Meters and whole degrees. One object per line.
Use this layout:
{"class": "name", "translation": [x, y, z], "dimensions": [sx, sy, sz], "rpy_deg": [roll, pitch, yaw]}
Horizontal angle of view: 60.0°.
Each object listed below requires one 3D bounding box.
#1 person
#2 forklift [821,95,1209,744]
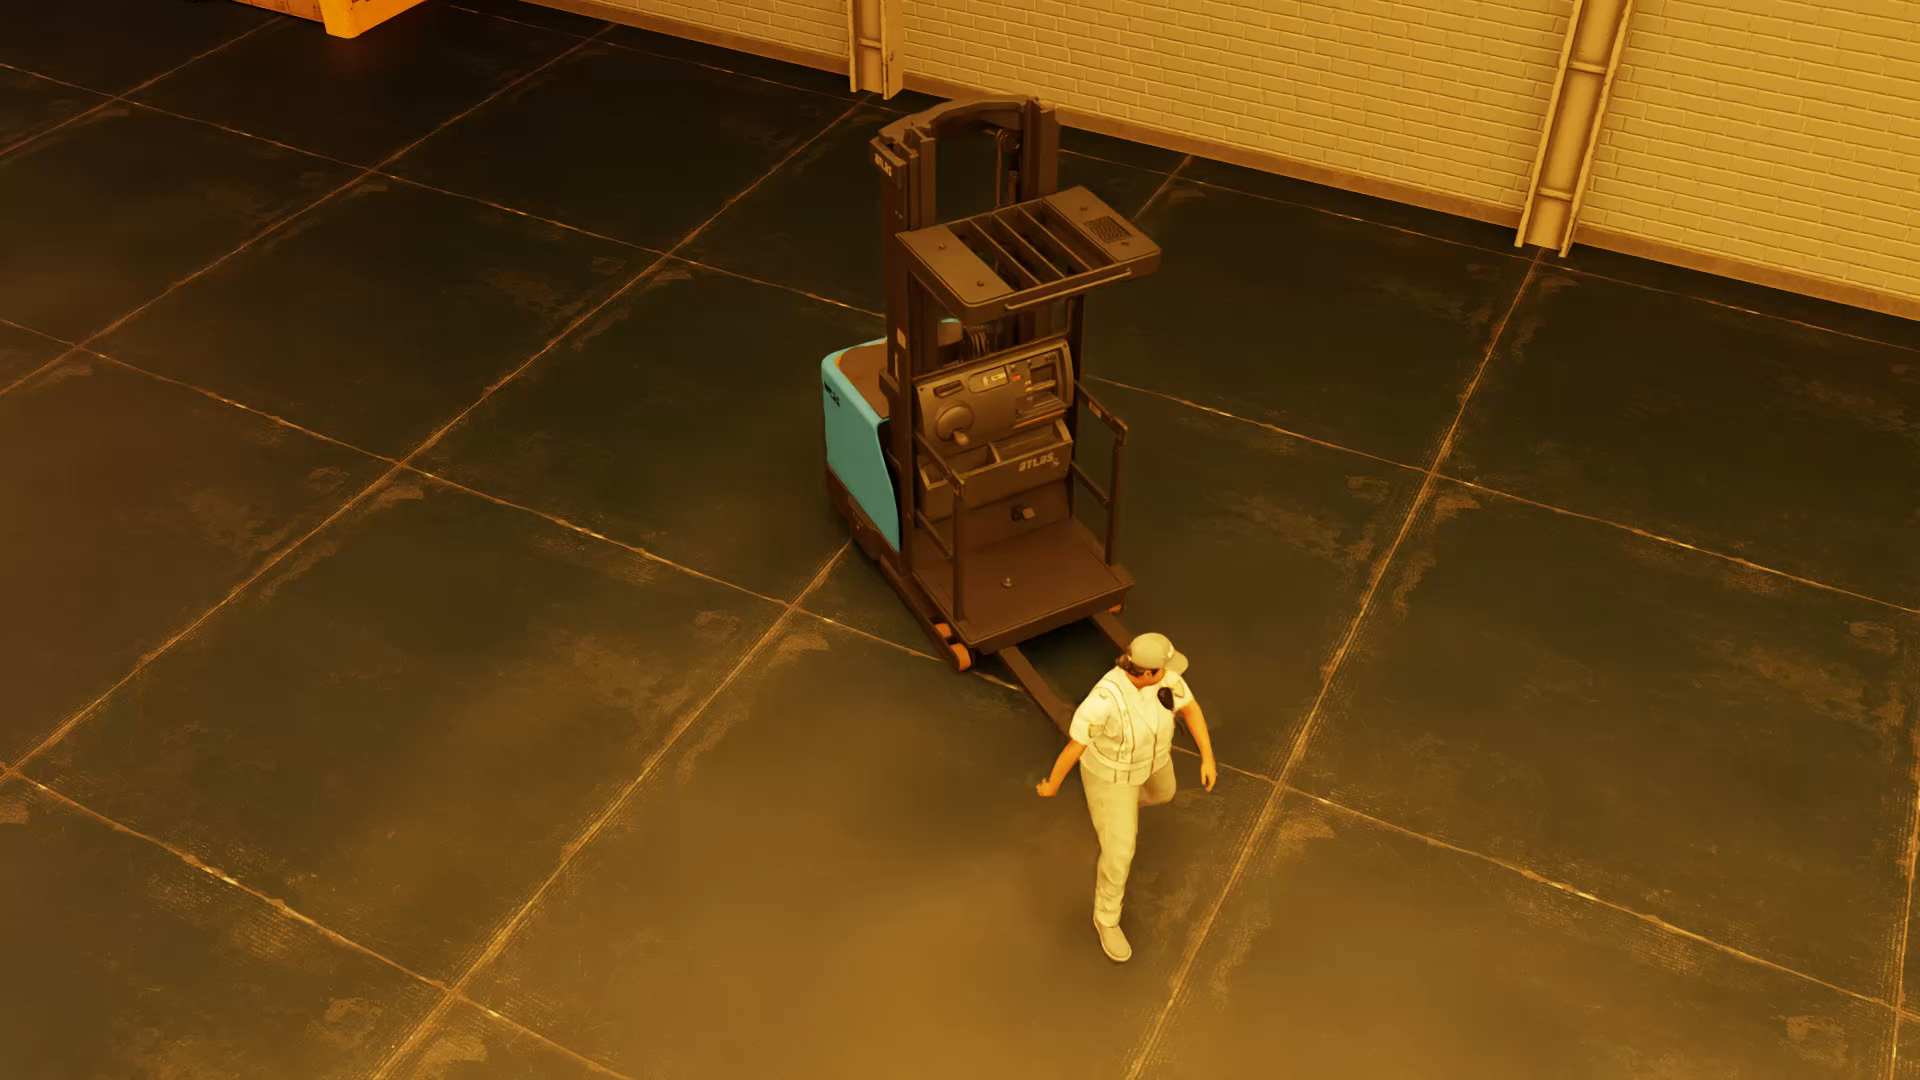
{"class": "person", "translation": [0.779, 1.089, 7.776], "dimensions": [0.743, 1.585, 0.783], "rpy_deg": [-29, 48, -30]}
{"class": "forklift", "translation": [0.299, -0.712, 8.832], "dimensions": [1.130, 2.935, 3.031], "rpy_deg": [-19, 44, -21]}
